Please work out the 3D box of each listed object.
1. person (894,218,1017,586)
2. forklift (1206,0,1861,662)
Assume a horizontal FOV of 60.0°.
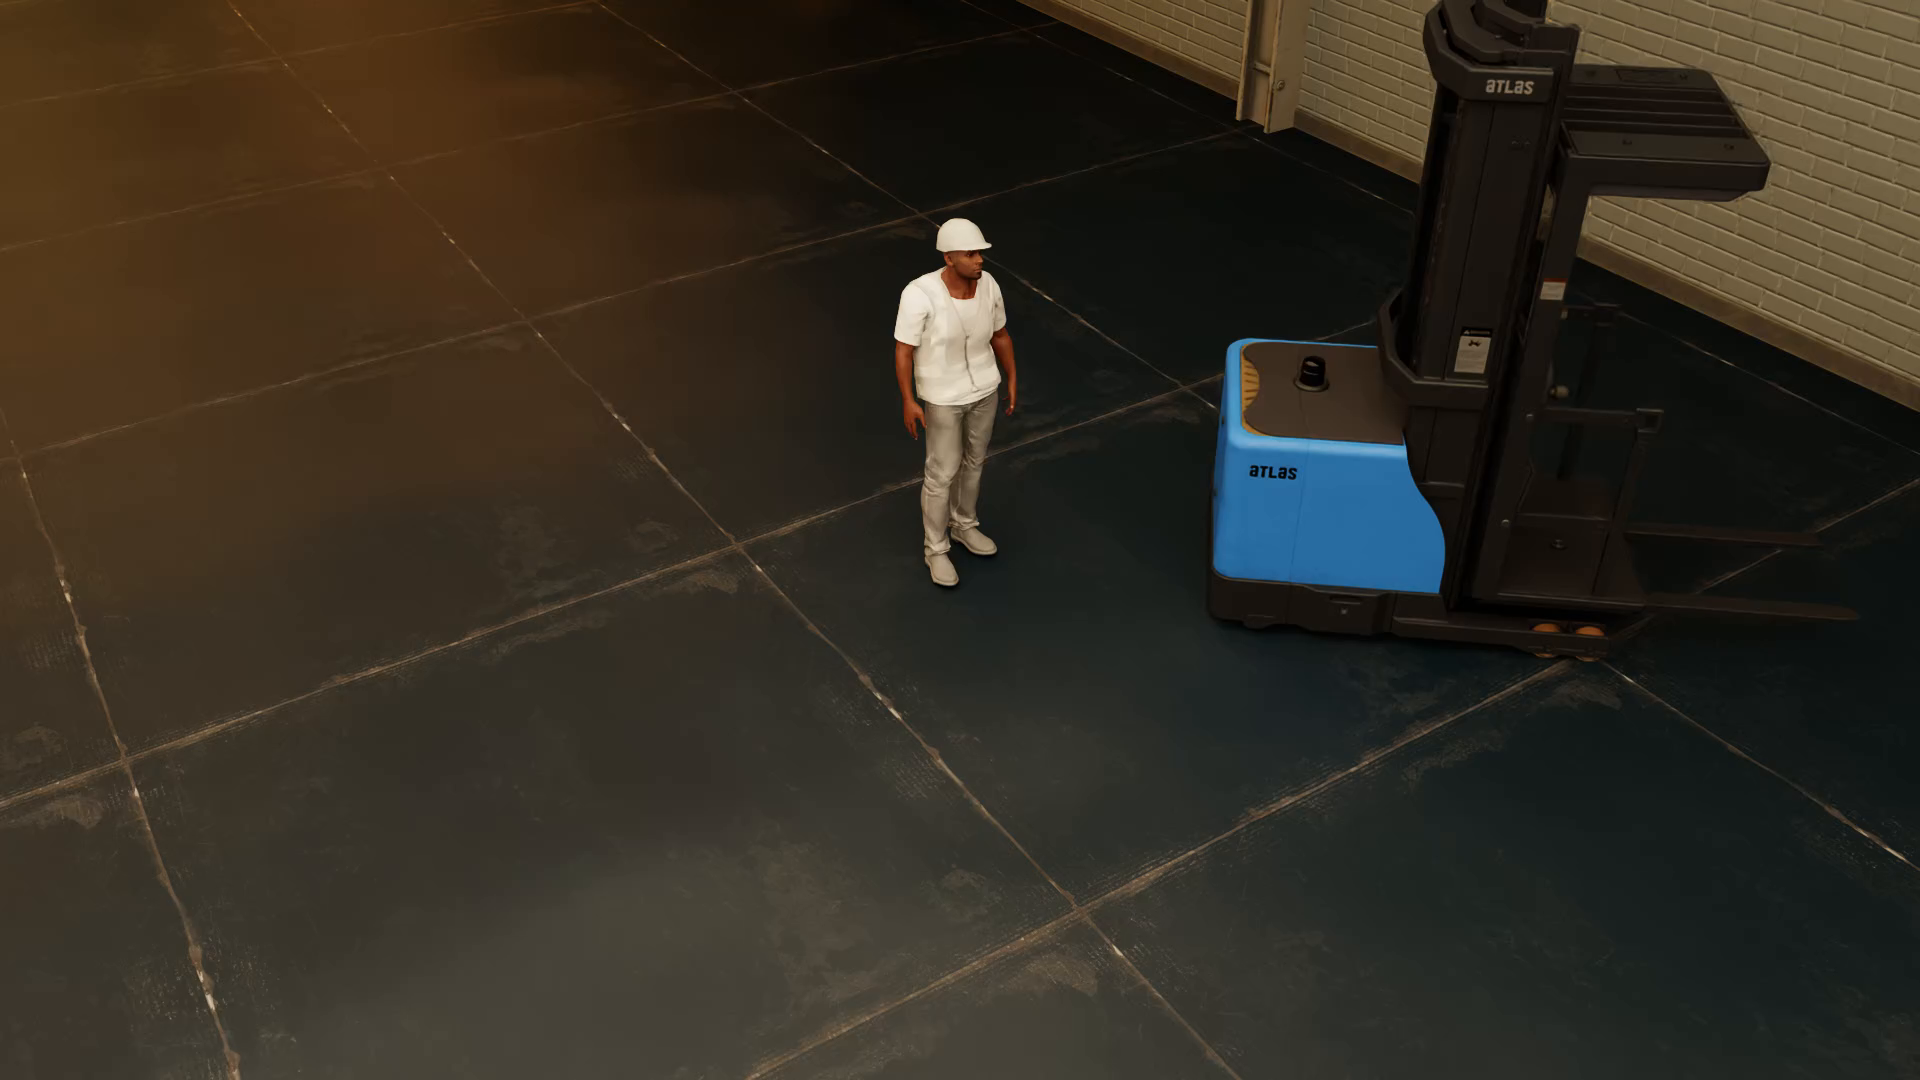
[{"bbox_3d":[0.032,-0.693,8.135,0.665,1.765,0.577,-21,40,-27],"label":"person"},{"bbox_3d":[2.760,-0.950,7.499,3.031,2.935,1.130,4,35,6],"label":"forklift"}]
